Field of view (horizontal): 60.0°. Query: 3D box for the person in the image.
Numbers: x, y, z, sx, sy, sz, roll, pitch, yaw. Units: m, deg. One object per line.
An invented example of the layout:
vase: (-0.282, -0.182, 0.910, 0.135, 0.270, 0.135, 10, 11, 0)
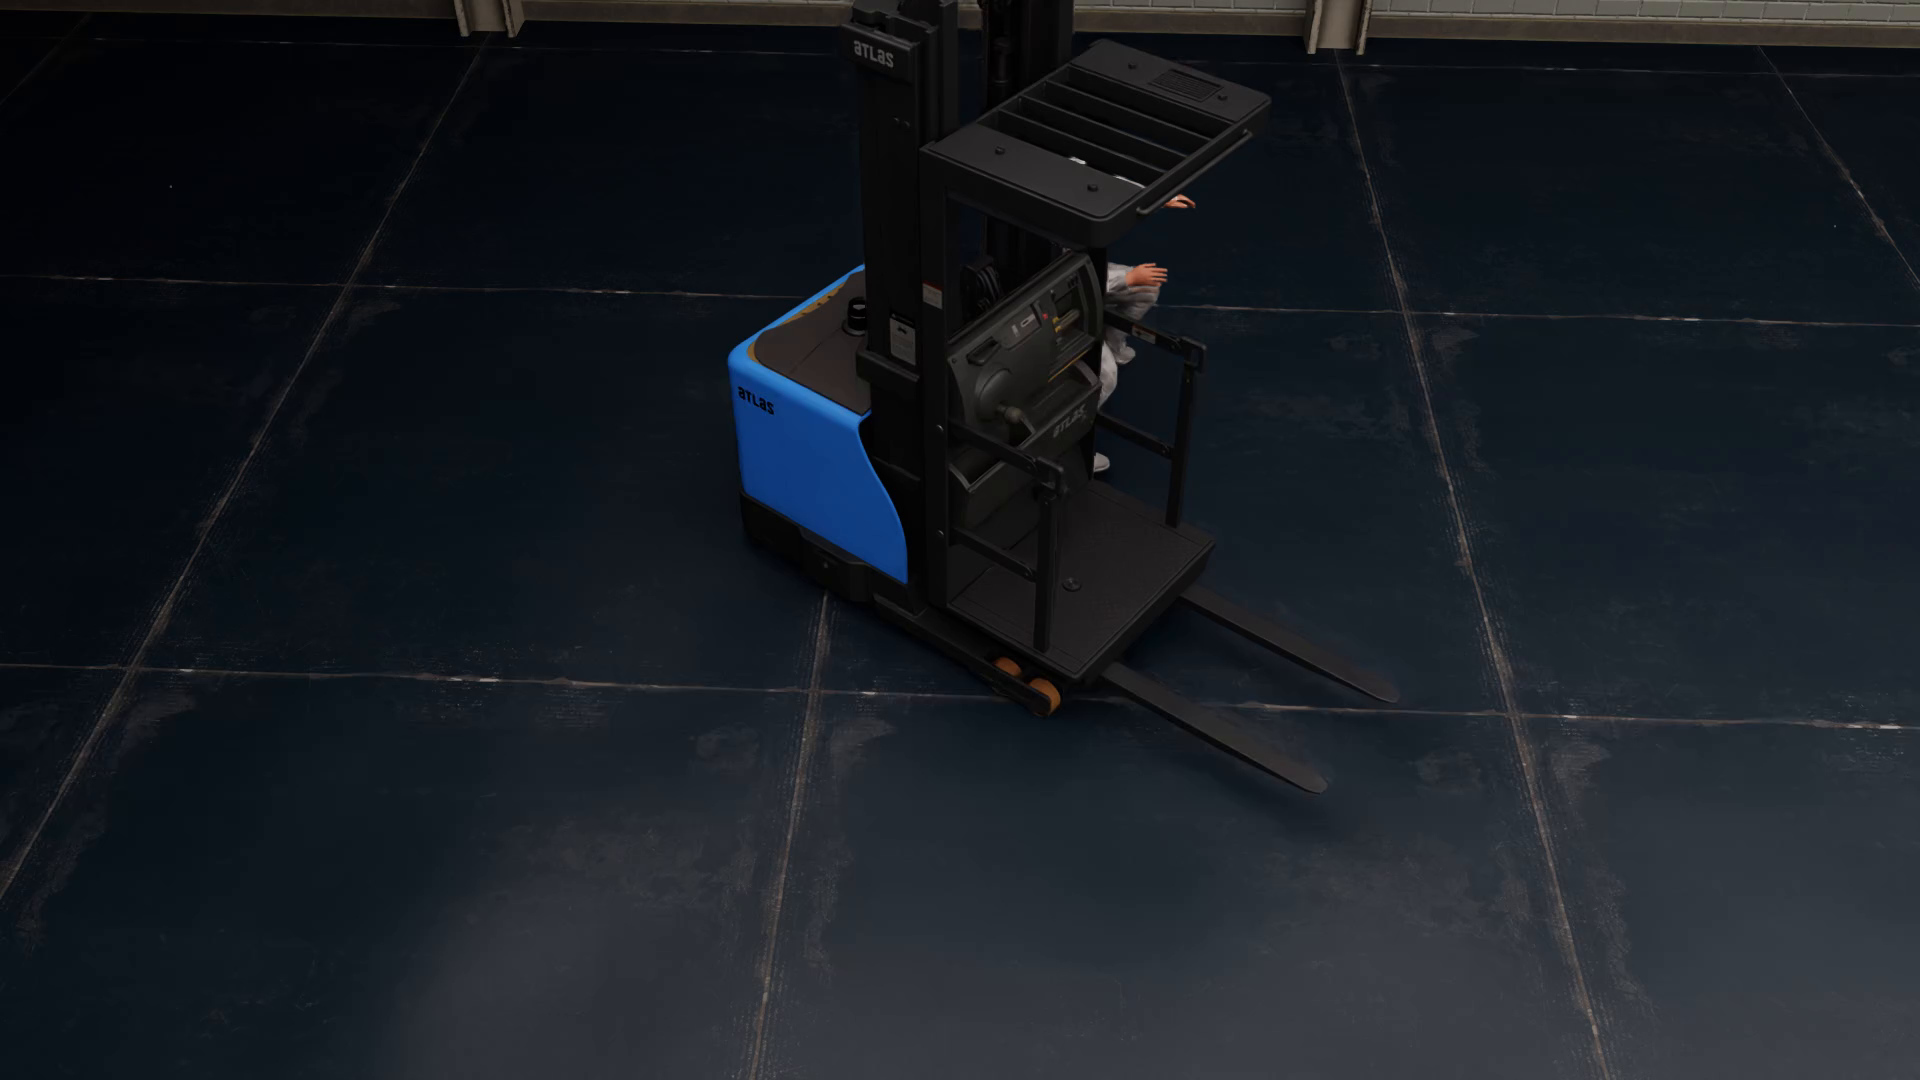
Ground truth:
person: (0.687, -1.247, 8.091, 0.749, 1.530, 1.017, 18, 46, 19)

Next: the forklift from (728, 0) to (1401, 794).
forklift: (0.438, -0.738, 6.550, 3.031, 2.935, 1.130, 28, 49, 27)
